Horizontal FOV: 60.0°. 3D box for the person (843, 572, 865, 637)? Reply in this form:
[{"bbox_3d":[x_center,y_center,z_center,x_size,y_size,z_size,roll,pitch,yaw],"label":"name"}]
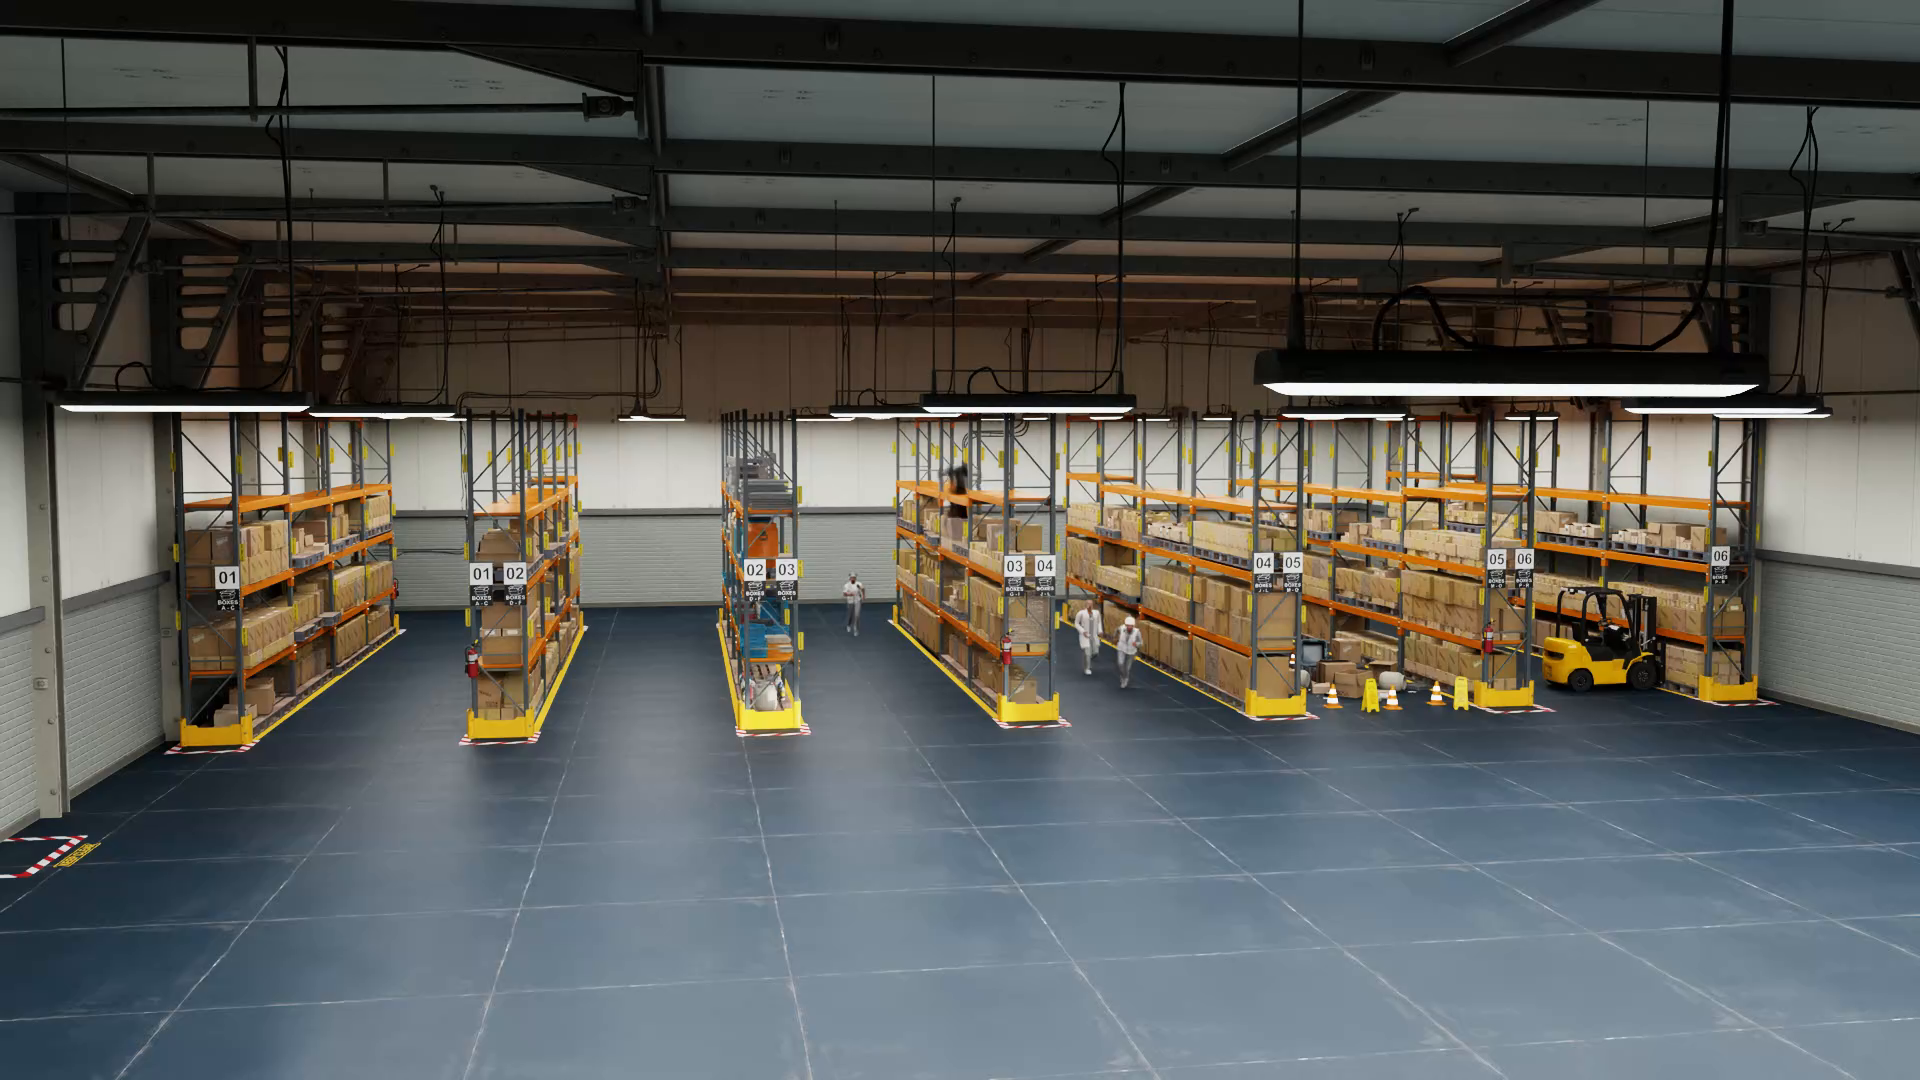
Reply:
[{"bbox_3d":[-2.881,1.734,45.168,0.581,1.738,0.897,0,4,-5],"label":"person"}]

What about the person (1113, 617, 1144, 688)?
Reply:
[{"bbox_3d":[3.644,2.401,35.989,0.620,1.554,1.130,0,4,2],"label":"person"}]

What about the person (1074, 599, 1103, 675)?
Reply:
[{"bbox_3d":[2.947,2.213,38.039,0.702,1.723,0.666,-1,4,-20],"label":"person"}]

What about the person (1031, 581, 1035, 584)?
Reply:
[{"bbox_3d":[2.091,1.553,48.521,0.534,1.613,0.727,1,4,20],"label":"person"}]
